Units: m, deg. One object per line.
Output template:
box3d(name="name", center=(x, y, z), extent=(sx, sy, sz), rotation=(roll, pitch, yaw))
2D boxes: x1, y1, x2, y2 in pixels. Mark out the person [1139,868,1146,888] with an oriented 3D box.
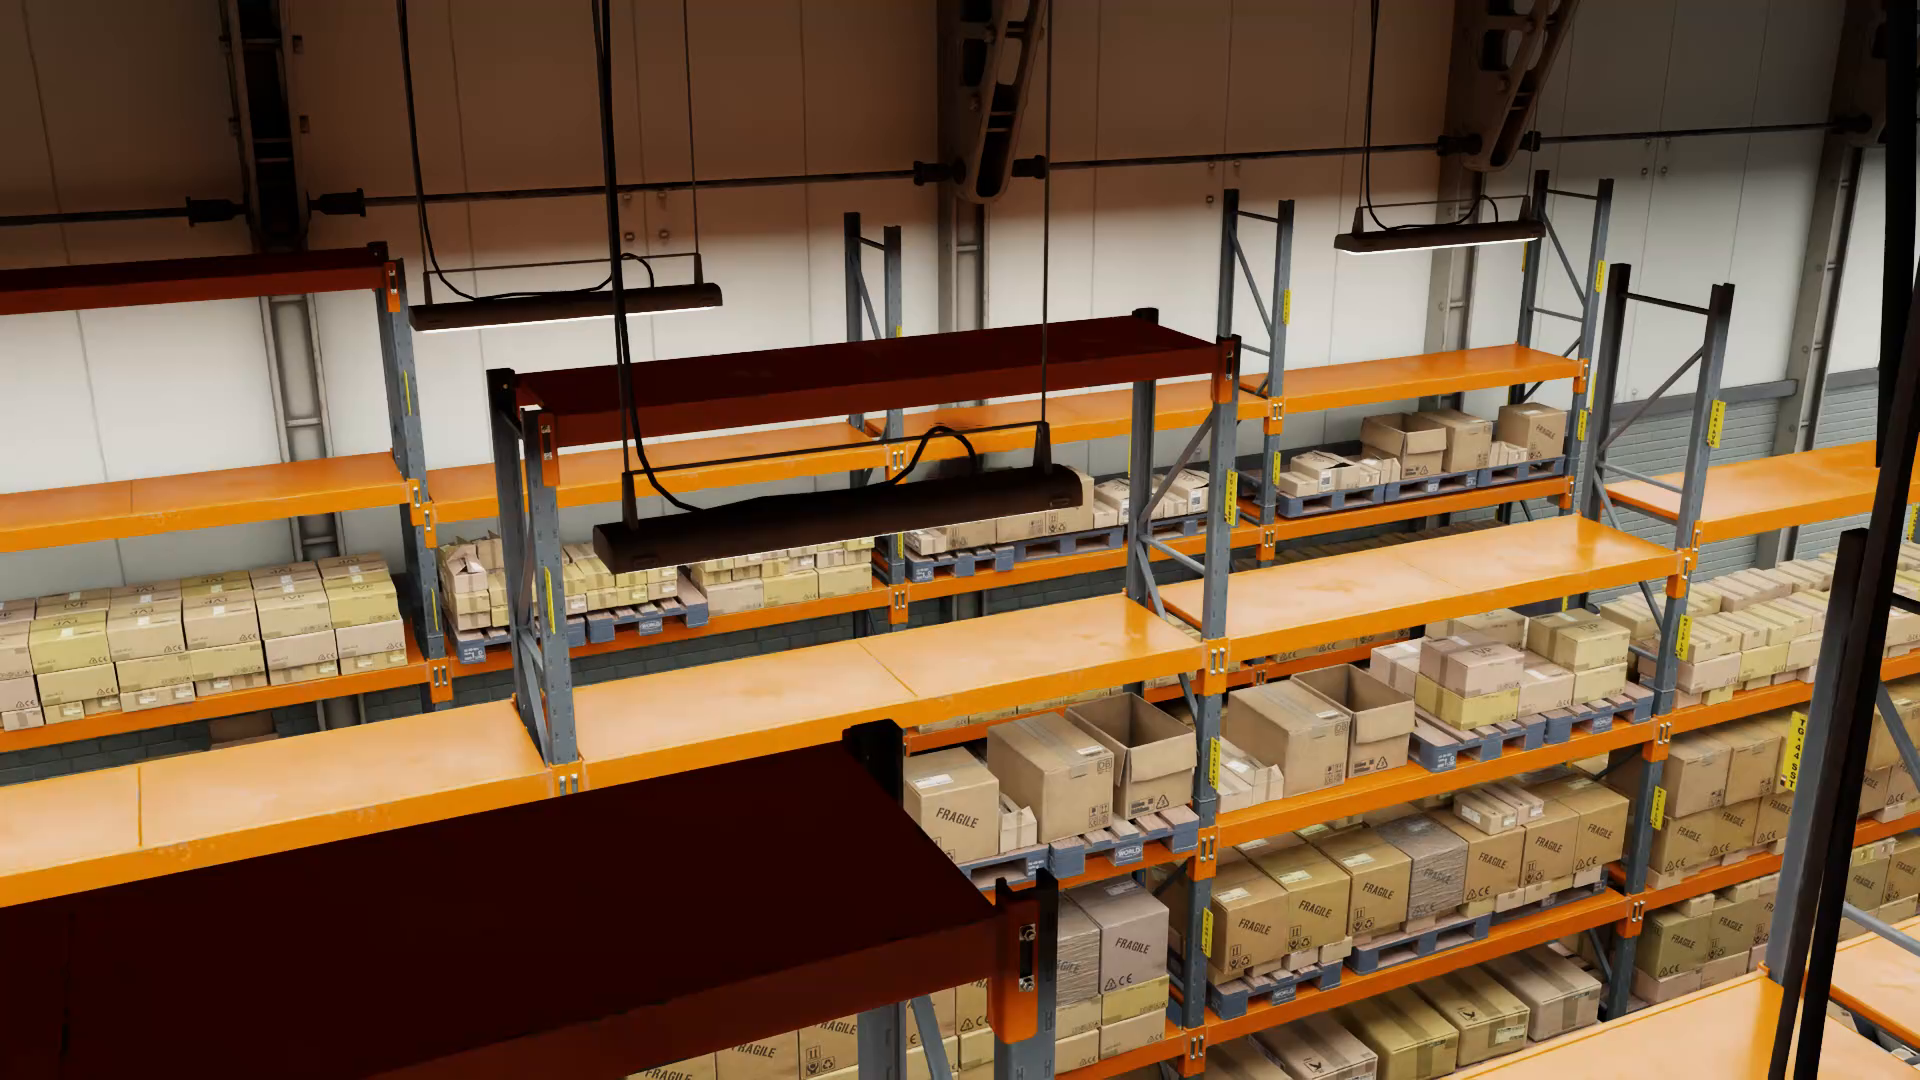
box3d(name="person", center=(1.608, 2.792, 13.801), extent=(0.531, 1.710, 0.663), rotation=(2, 19, 5))
